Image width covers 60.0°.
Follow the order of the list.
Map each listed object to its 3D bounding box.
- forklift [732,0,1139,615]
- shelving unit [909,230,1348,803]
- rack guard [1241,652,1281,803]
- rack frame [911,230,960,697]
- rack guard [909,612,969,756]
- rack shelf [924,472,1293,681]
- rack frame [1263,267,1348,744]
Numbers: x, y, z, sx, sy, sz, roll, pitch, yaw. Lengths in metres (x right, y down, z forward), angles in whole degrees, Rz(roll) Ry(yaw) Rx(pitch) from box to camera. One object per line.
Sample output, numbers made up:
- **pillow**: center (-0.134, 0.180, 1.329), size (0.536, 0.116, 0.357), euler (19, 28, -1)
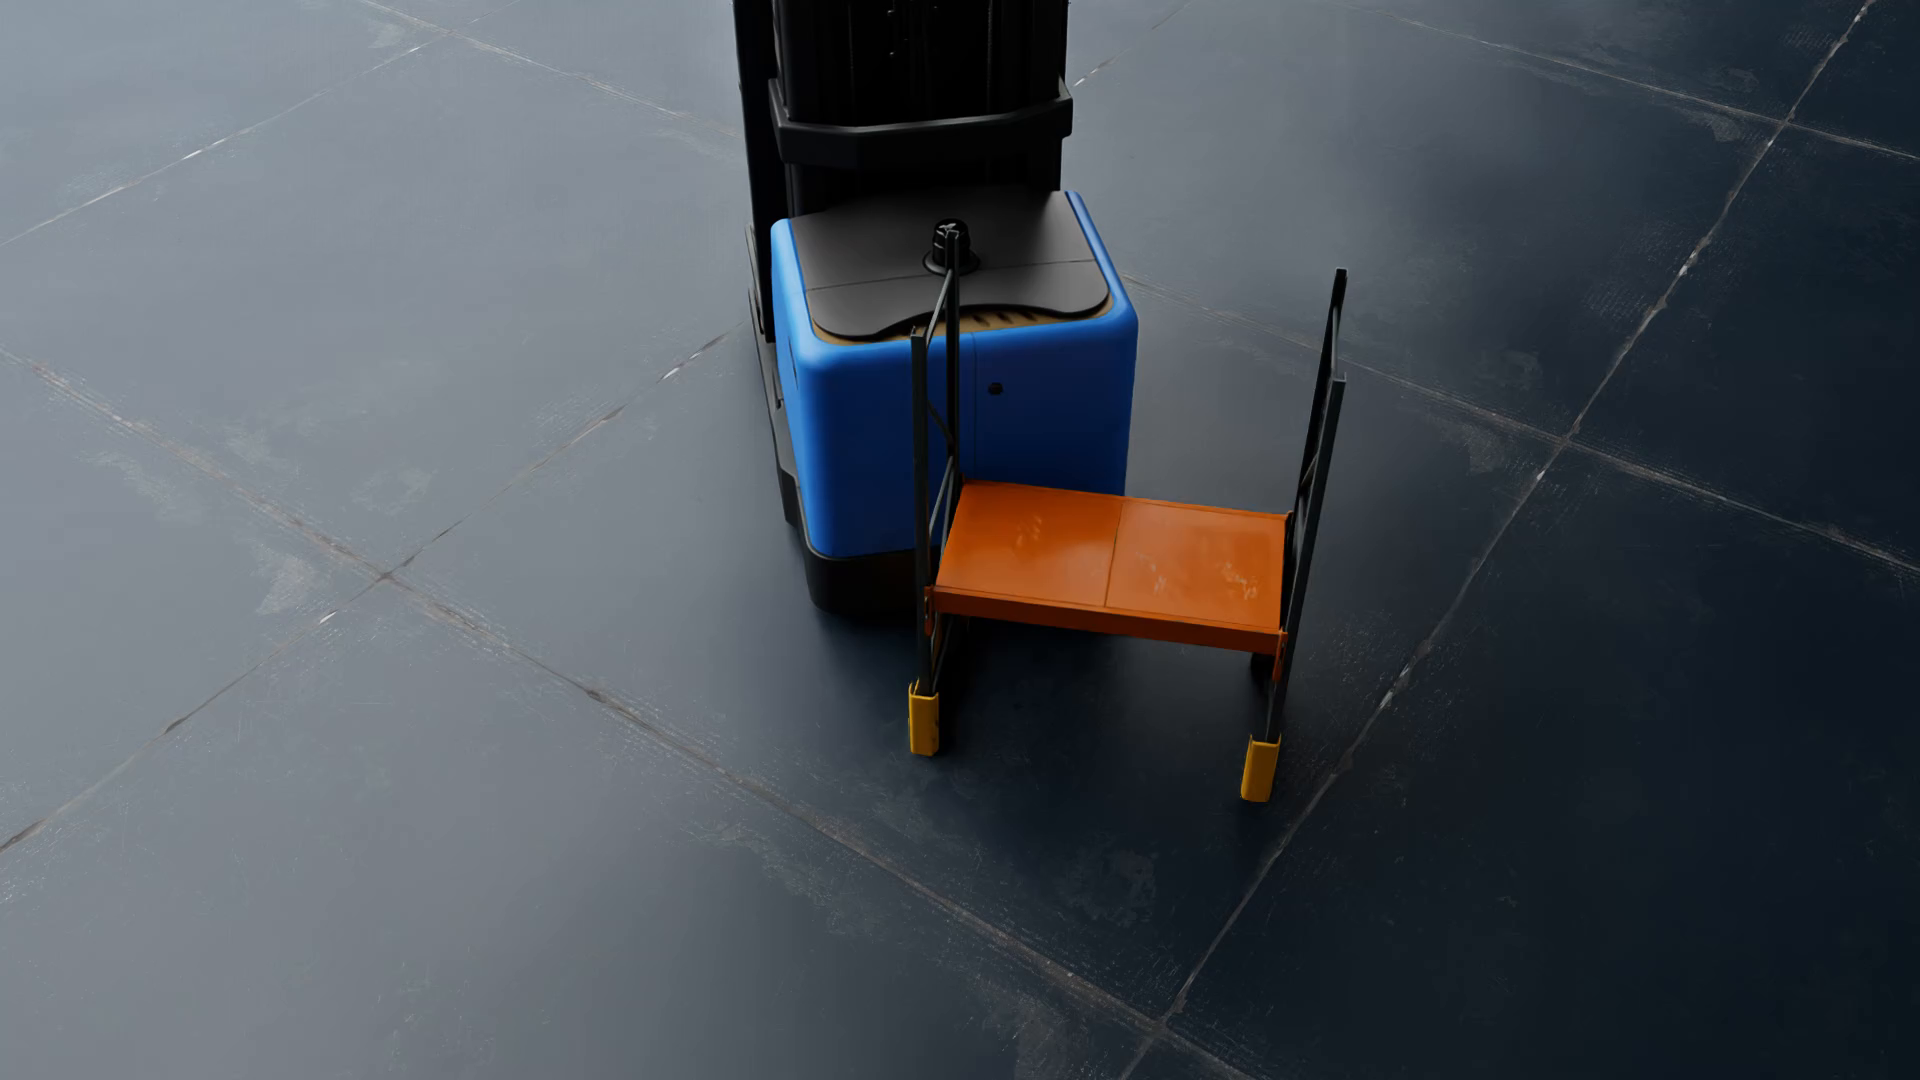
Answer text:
- **forklift**: center (-0.236, -1.841, 5.609), size (1.130, 2.935, 3.031), euler (-7, 42, -8)
- **shelving unit**: center (0.430, -0.041, 4.671), size (1.083, 1.500, 0.587), euler (7, 42, 8)
- **rack guard**: center (0.920, 0.485, 5.021), size (0.087, 0.250, 0.587), euler (7, 42, 8)
- **rack frame**: center (-0.061, -0.101, 4.738), size (0.032, 1.500, 0.500), euler (7, 42, 8)
- **rack guard**: center (-0.060, 0.365, 5.155), size (0.087, 0.250, 0.587), euler (7, 42, 8)
- **rack shelf**: center (0.439, 0.094, 4.790), size (1.000, 0.185, 0.538), euler (7, 42, 8)
- **rack frame**: center (0.939, 0.021, 4.602), size (0.032, 1.500, 0.500), euler (7, 42, 8)
